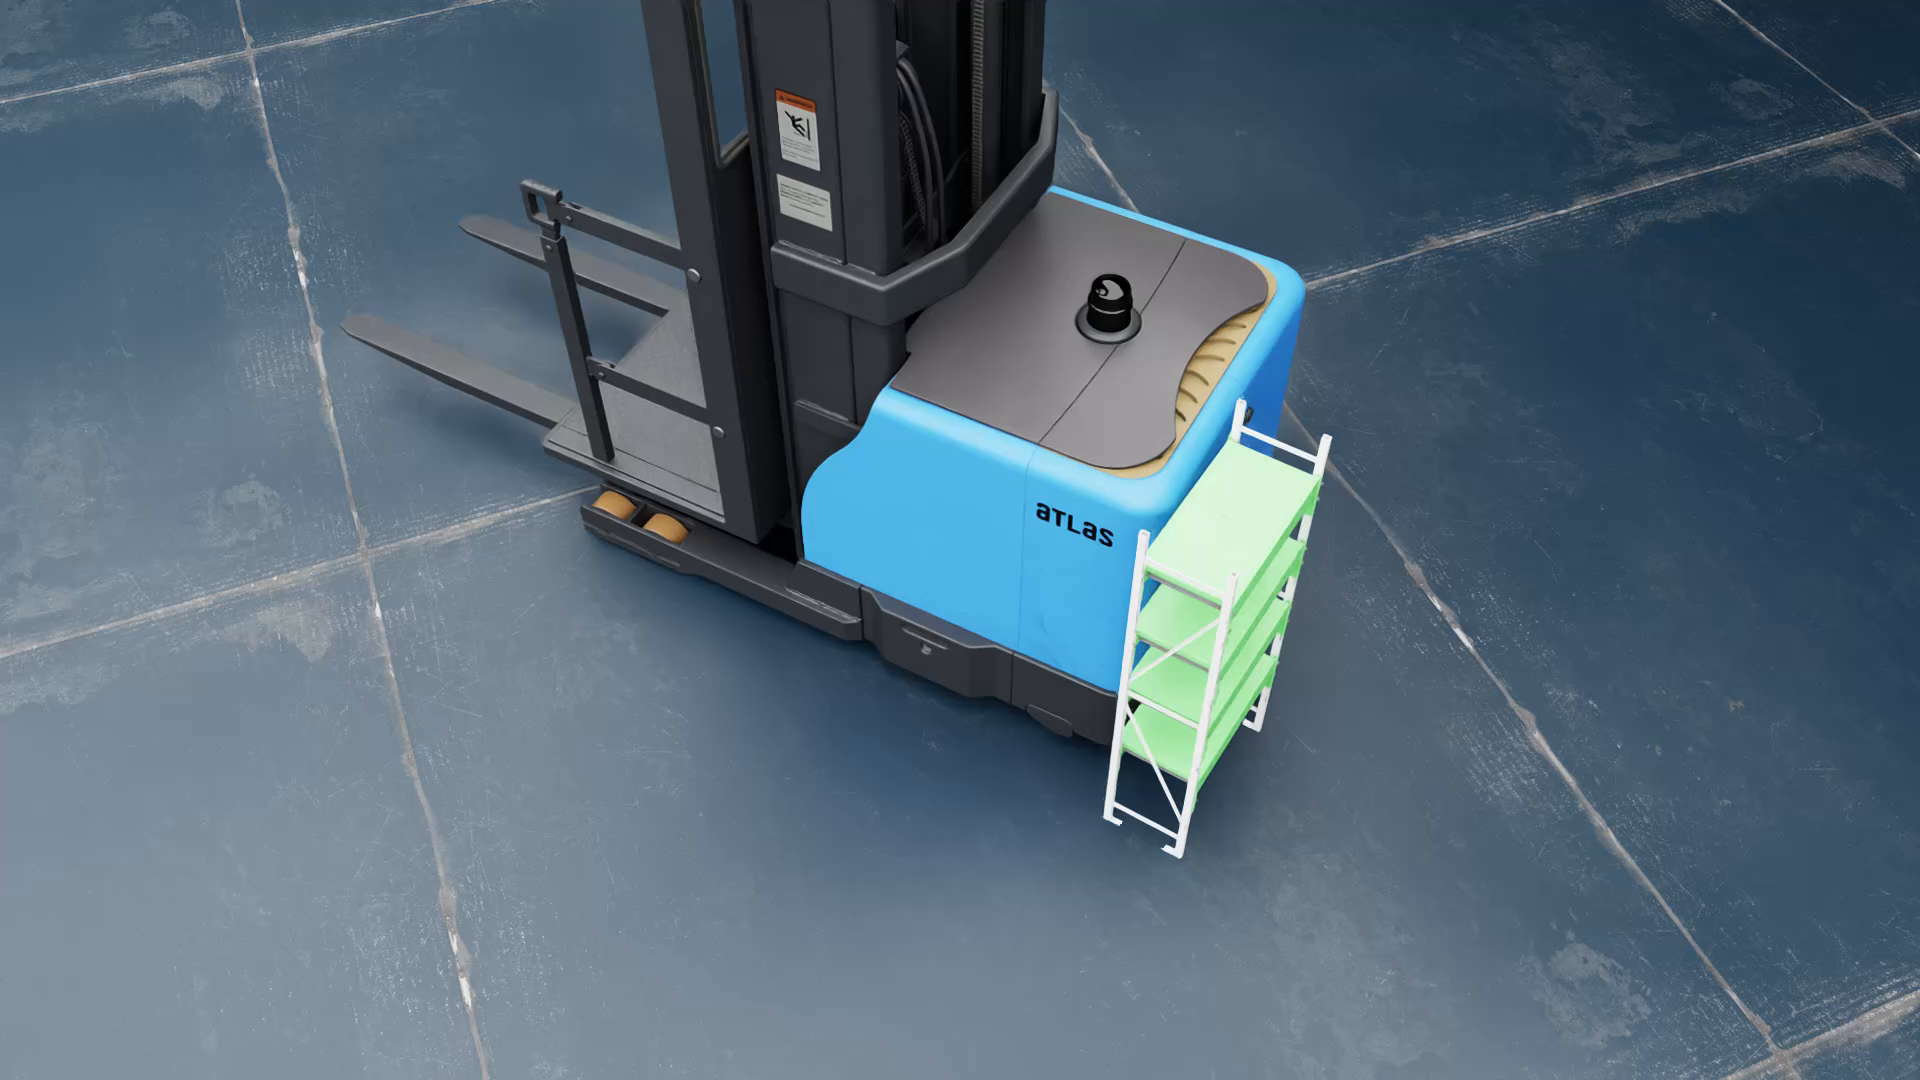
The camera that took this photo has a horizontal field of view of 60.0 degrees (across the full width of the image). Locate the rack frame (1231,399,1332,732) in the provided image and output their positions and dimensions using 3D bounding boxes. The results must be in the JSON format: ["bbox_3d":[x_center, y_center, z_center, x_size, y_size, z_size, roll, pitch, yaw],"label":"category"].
[{"bbox_3d":[0.762,0.107,4.367,0.240,1.200,0.015,26,54,20],"label":"rack frame"}]

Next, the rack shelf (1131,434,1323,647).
[{"bbox_3d":[0.631,-0.007,3.917,0.258,0.148,0.480,26,54,20],"label":"rack shelf"}]

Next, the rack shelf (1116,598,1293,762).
[{"bbox_3d":[0.631,0.306,4.281,0.258,0.148,0.480,26,54,20],"label":"rack shelf"}]

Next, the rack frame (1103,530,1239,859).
[{"bbox_3d":[0.501,0.420,4.098,0.240,1.200,0.015,26,54,20],"label":"rack frame"}]

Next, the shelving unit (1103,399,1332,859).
[{"bbox_3d":[0.631,0.264,4.232,0.258,1.200,0.503,26,54,20],"label":"shelving unit"}]

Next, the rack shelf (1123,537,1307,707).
[{"bbox_3d":[0.631,0.149,4.099,0.258,0.148,0.480,26,54,20],"label":"rack shelf"}]

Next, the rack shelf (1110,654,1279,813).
[{"bbox_3d":[0.631,0.462,4.463,0.258,0.148,0.480,26,54,20],"label":"rack shelf"}]

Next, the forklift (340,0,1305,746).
[{"bbox_3d":[-0.597,-1.202,4.350,3.031,2.935,1.130,23,53,18],"label":"forklift"}]
